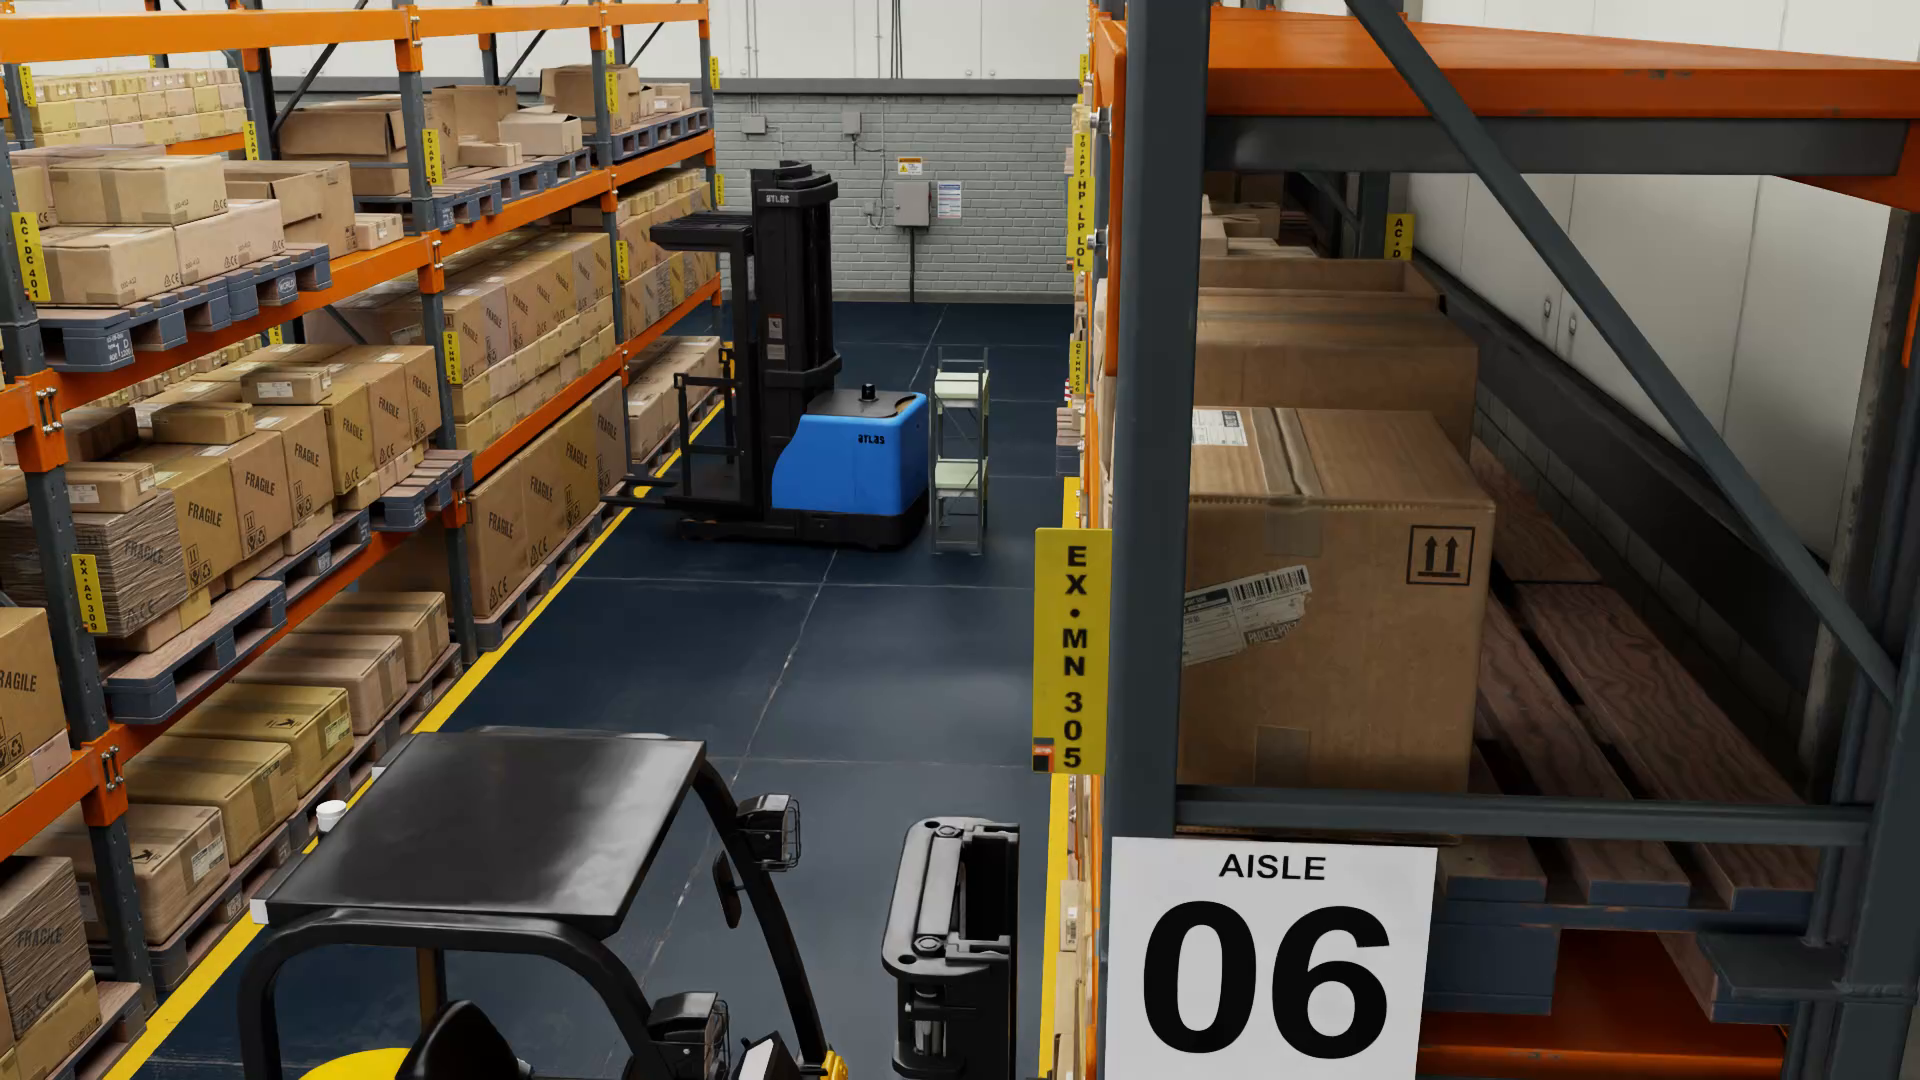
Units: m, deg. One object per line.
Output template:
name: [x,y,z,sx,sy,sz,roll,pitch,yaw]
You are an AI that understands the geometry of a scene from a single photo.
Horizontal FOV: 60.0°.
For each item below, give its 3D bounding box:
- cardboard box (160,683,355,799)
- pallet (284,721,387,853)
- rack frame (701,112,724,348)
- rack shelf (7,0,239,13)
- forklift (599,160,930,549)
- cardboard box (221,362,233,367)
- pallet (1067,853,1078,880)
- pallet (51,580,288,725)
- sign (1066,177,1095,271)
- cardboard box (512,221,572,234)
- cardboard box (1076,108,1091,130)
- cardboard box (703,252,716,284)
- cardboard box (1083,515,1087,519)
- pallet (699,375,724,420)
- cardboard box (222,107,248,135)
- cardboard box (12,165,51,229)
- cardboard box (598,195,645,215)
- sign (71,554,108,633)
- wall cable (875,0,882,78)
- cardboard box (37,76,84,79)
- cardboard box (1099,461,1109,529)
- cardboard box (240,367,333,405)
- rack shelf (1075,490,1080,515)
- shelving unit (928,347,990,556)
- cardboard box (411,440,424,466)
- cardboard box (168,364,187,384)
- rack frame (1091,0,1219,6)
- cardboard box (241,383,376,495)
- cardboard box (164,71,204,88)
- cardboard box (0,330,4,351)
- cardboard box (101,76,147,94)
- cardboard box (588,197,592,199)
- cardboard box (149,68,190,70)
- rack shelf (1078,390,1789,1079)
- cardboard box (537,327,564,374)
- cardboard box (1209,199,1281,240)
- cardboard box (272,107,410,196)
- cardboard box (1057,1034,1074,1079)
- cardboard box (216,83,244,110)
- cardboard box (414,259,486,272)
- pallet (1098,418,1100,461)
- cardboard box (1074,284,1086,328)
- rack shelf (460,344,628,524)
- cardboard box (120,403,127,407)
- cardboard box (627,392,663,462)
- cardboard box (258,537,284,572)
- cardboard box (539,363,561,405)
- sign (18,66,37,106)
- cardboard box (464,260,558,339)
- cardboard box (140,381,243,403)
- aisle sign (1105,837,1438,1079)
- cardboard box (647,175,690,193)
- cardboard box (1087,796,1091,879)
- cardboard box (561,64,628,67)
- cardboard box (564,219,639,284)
cardboard box: [-3.851,1.061,8.912,0.950,0.372,0.625,2,18,6]
pallet: [-3.844,1.318,9.062,1.003,0.211,1.213,1,18,4]
rack frame: [-3.123,-3.112,18.105,1.000,3.000,0.127,1,18,4]
rack shelf: [-8.210,-5.078,15.629,1.077,0.370,4.000,1,18,4]
forklift: [-1.820,-1.541,13.419,3.031,2.935,1.130,4,19,12]
cardboard box: [-7.856,-1.846,17.666,0.380,0.149,0.250,1,18,2]
pallet: [0.982,1.819,7.531,1.003,0.211,1.213,1,18,4]
pallet: [-3.783,0.471,7.475,1.003,0.211,1.213,1,18,4]
sign: [0.426,-1.106,5.827,0.100,0.325,0.005,1,18,4]
cardboard box: [-3.651,-2.546,14.608,0.500,0.500,0.500,1,18,3]
cardboard box: [1.074,-3.210,12.675,0.380,0.149,0.250,1,18,3]
cardboard box: [-2.893,-3.004,17.614,0.500,0.500,0.500,1,18,4]
cardboard box: [0.821,0.081,7.797,0.500,0.250,0.500,2,18,5]
pallet: [-3.102,-1.537,17.776,1.003,0.211,1.213,1,18,4]
cardboard box: [-7.836,-4.399,17.453,0.500,0.250,0.500,1,18,3]
cardboard box: [-4.068,-1.360,6.702,0.500,0.250,0.500,2,18,5]
cardboard box: [-3.070,-3.029,15.043,0.380,0.149,0.250,1,18,4]
sign: [-3.441,0.213,6.566,0.100,0.325,0.005,1,18,4]
wall cable: [-2.246,-7.719,22.527,2.355,3.000,0.029,1,18,4]
cardboard box: [-8.539,-4.315,15.755,0.380,0.149,0.250,1,18,3]
cardboard box: [0.456,0.015,3.124,0.396,0.266,0.258,1,18,4]
cardboard box: [-3.532,-0.810,8.724,0.380,0.149,0.250,0,18,1]
rack shelf: [1.398,-0.798,12.195,1.077,0.370,4.000,1,18,4]
shelving unit: [0.000,-0.711,13.183,0.431,1.500,0.755,1,18,4]
cardboard box: [-3.432,-0.516,9.910,0.380,0.149,0.250,2,18,5]
cardboard box: [-7.985,-1.664,16.632,0.380,0.149,0.250,1,18,4]
rack frame: [1.542,-4.611,13.044,1.000,3.000,0.127,1,18,4]
cardboard box: [-3.512,-0.551,8.976,0.500,0.500,0.500,0,18,0]
cardboard box: [-7.842,-4.624,16.699,0.380,0.149,0.250,2,18,5]
cardboard box: [-3.746,-0.737,5.802,0.500,0.250,0.500,1,18,3]
cardboard box: [-7.944,-4.304,15.722,0.380,0.149,0.250,1,18,2]
cardboard box: [-3.550,-3.040,15.074,0.380,0.149,0.250,1,18,3]
cardboard box: [-8.318,-4.877,17.471,0.380,0.149,0.250,1,18,3]
rack shelf: [0.825,0.262,4.145,1.077,0.370,4.000,1,18,4]
cardboard box: [-3.278,-1.418,12.372,0.500,0.250,0.500,2,18,5]
cardboard box: [1.353,-1.564,8.103,0.380,0.166,0.250,1,18,4]
cardboard box: [-3.820,-2.422,10.341,0.797,0.503,0.637,0,18,1]
cardboard box: [0.550,1.813,5.209,0.500,0.250,0.500,2,18,6]
cardboard box: [-7.846,-4.635,17.371,0.500,0.250,0.500,1,18,2]
cardboard box: [-3.806,-1.788,12.295,0.500,0.500,0.500,1,18,3]
pallet: [0.933,-0.394,5.132,1.003,0.211,1.213,1,18,4]
cardboard box: [1.247,-1.702,12.964,0.700,0.500,0.500,1,18,5]
rack shelf: [-3.553,-0.907,12.530,1.077,0.370,4.000,1,18,4]
cardboard box: [-8.099,-1.198,15.688,0.380,0.149,0.250,1,18,4]
cardboard box: [-3.257,-1.045,15.235,0.875,0.438,0.875,1,18,3]
cardboard box: [-3.578,0.047,8.192,0.380,0.149,0.250,1,18,4]
cardboard box: [-3.316,-1.179,12.445,0.500,0.250,0.500,1,18,4]
sign: [-7.800,-3.796,13.911,0.100,0.325,0.005,1,18,4]
cardboard box: [-3.299,-1.769,12.240,0.500,0.500,0.500,2,18,5]
cardboard box: [-4.021,-0.555,8.986,0.500,0.500,0.500,2,18,5]
aisle sign: [0.384,0.745,2.157,0.394,0.787,0.004,1,18,4]
cardboard box: [-2.936,-3.589,16.750,0.380,0.149,0.250,2,18,5]
cardboard box: [0.563,0.858,4.784,0.380,0.149,0.250,1,18,2]
cardboard box: [-3.417,-4.210,15.640,0.500,0.500,0.500,2,18,5]
cardboard box: [-3.134,-2.535,14.577,0.500,0.500,0.500,1,18,4]
